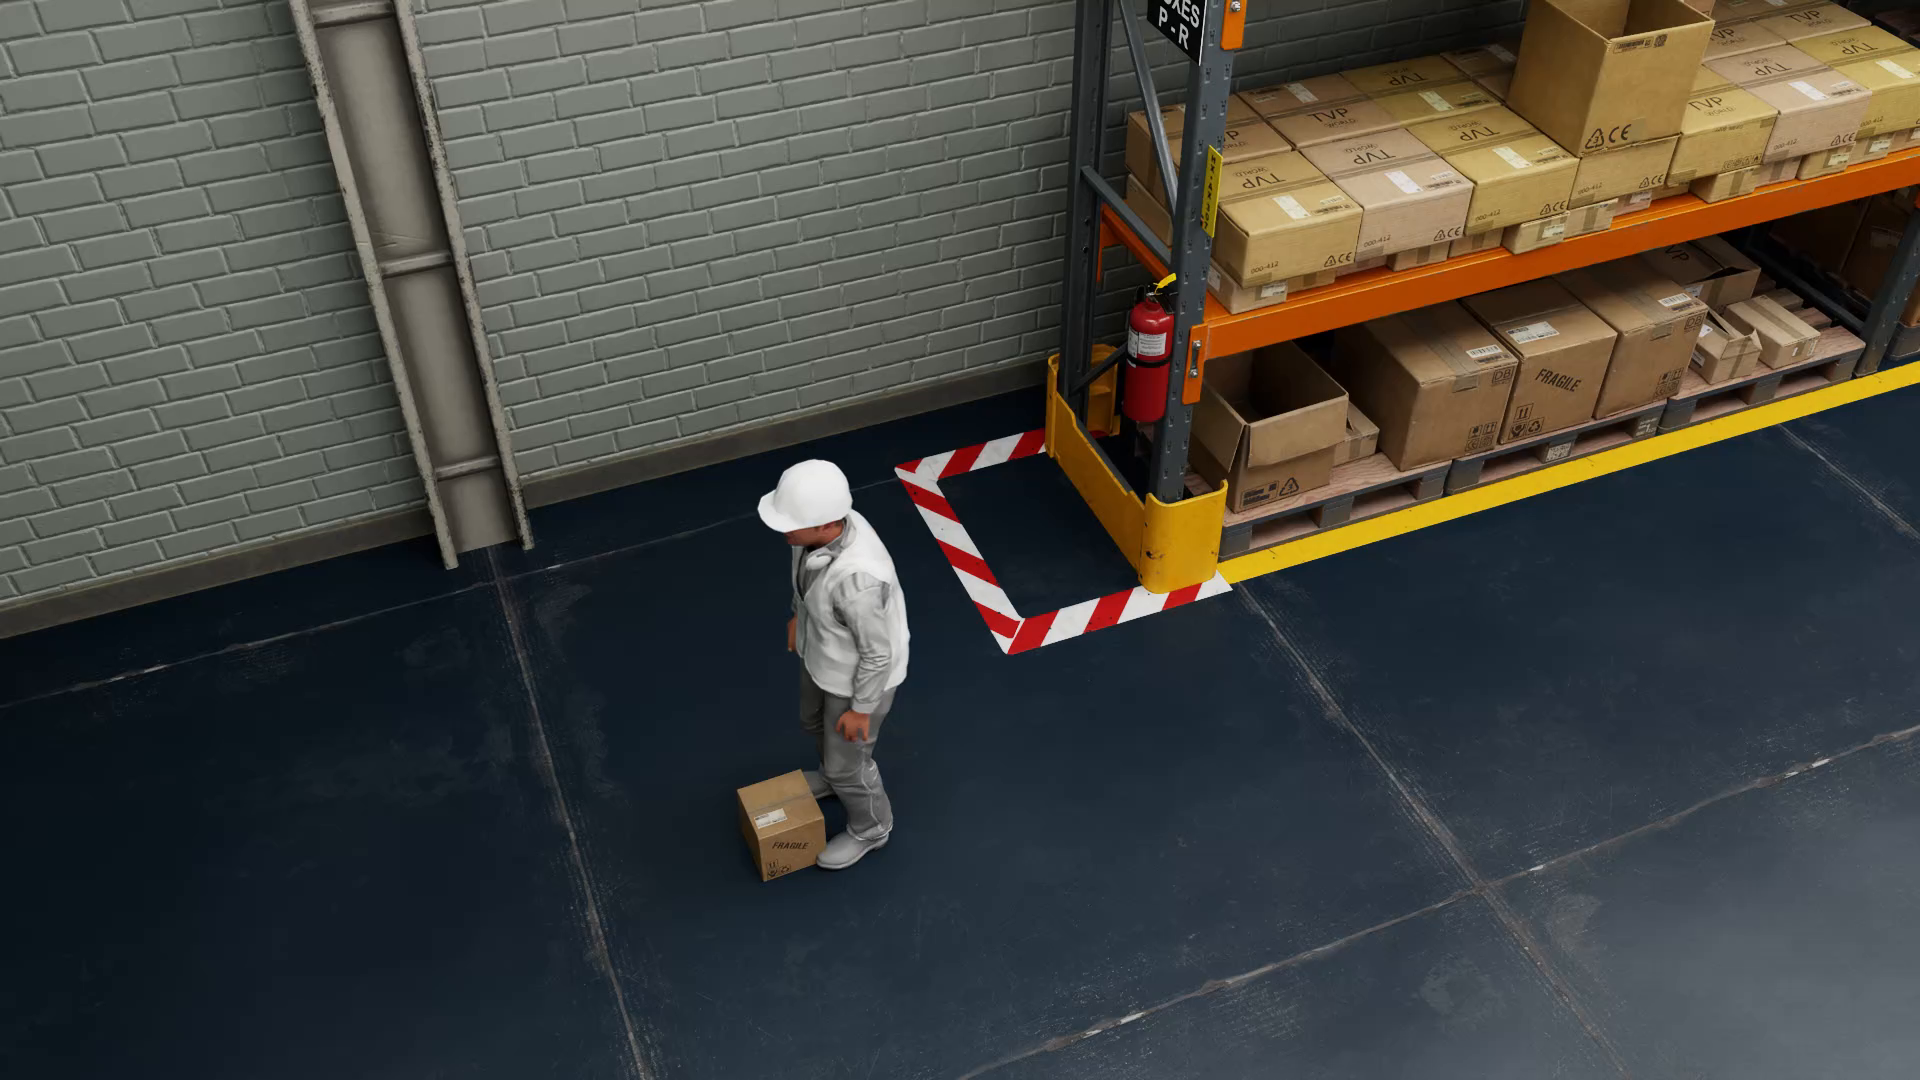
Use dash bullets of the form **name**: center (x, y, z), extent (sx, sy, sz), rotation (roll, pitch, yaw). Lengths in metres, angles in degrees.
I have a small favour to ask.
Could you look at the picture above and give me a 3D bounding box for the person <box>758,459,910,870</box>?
- **person**: center (-0.413, 0.411, 5.672), extent (0.458, 1.773, 0.592), rotation (-17, 44, -18)
